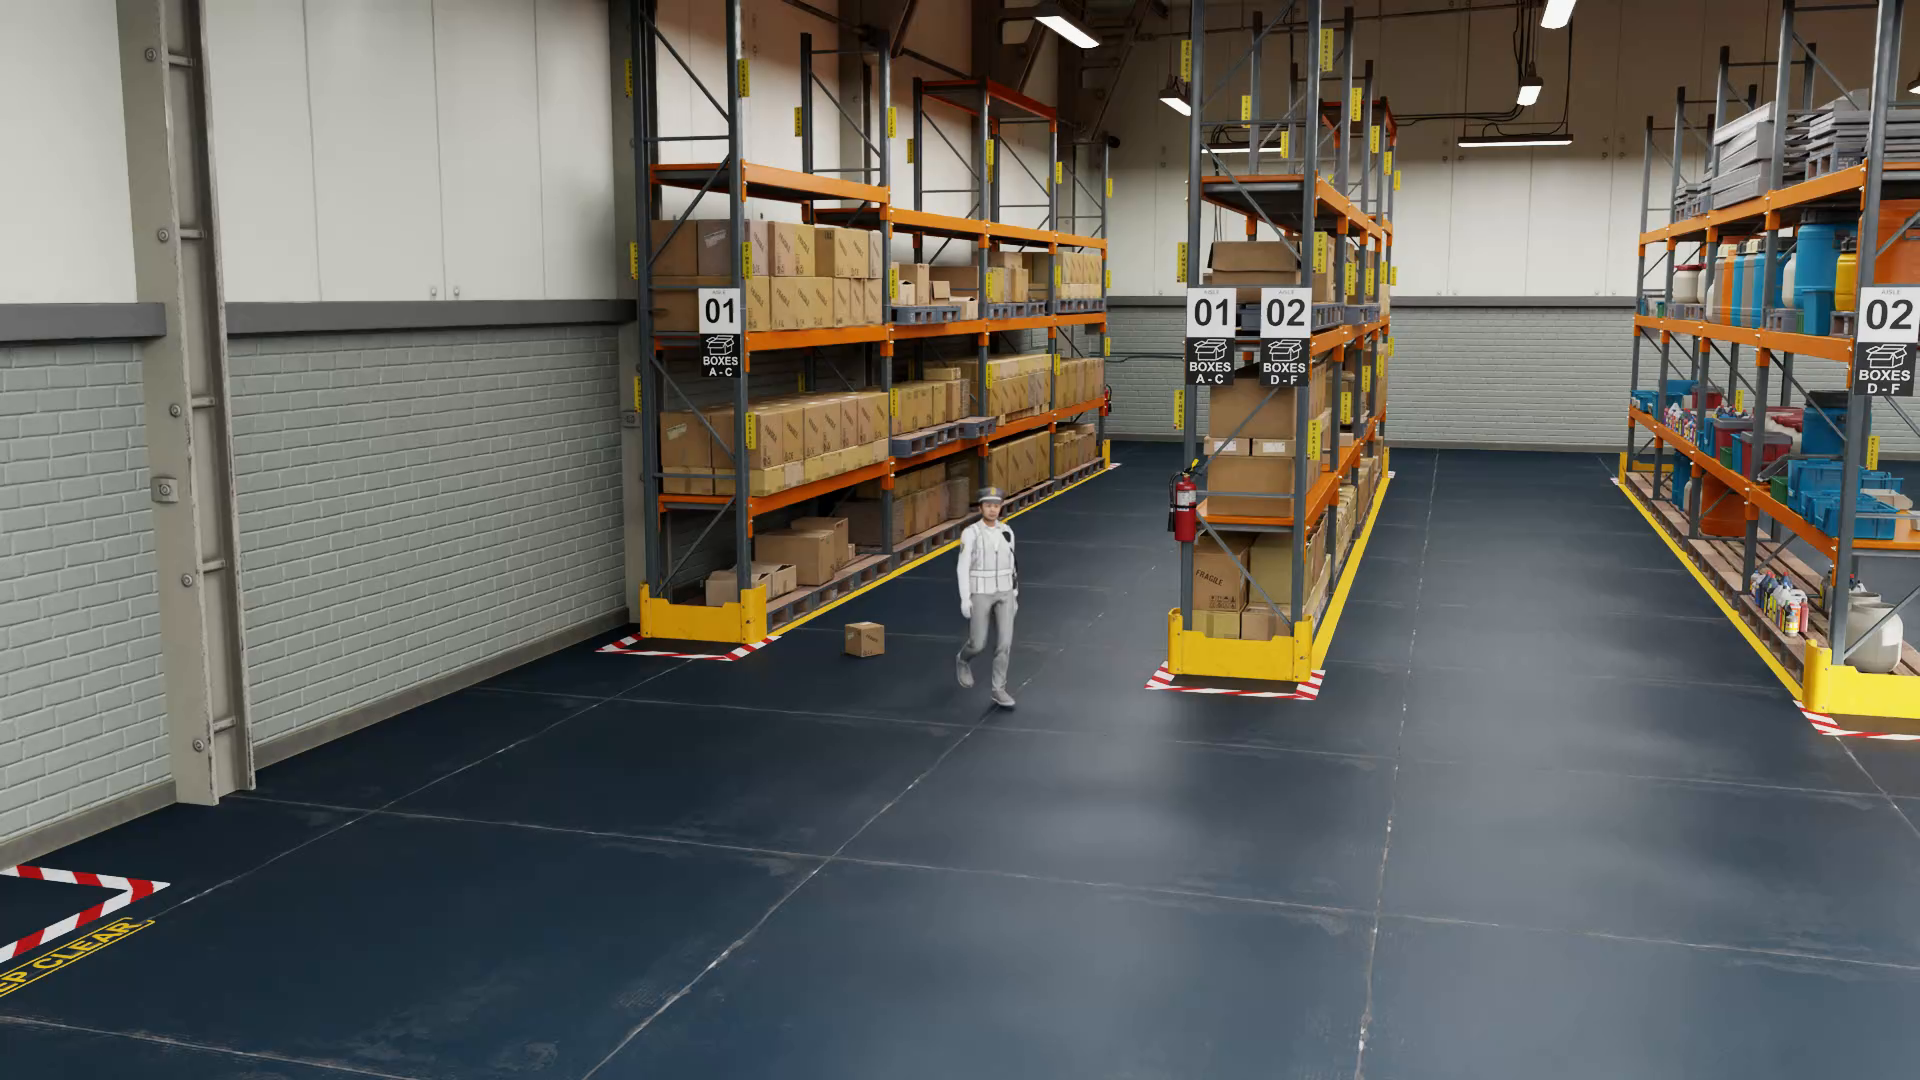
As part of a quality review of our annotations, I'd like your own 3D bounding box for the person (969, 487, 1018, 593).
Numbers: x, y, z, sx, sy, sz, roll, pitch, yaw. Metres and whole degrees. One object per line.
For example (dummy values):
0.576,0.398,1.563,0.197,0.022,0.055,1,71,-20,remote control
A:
0.245,-0.013,12.787,0.381,0.808,0.358,-3,9,-21,person
